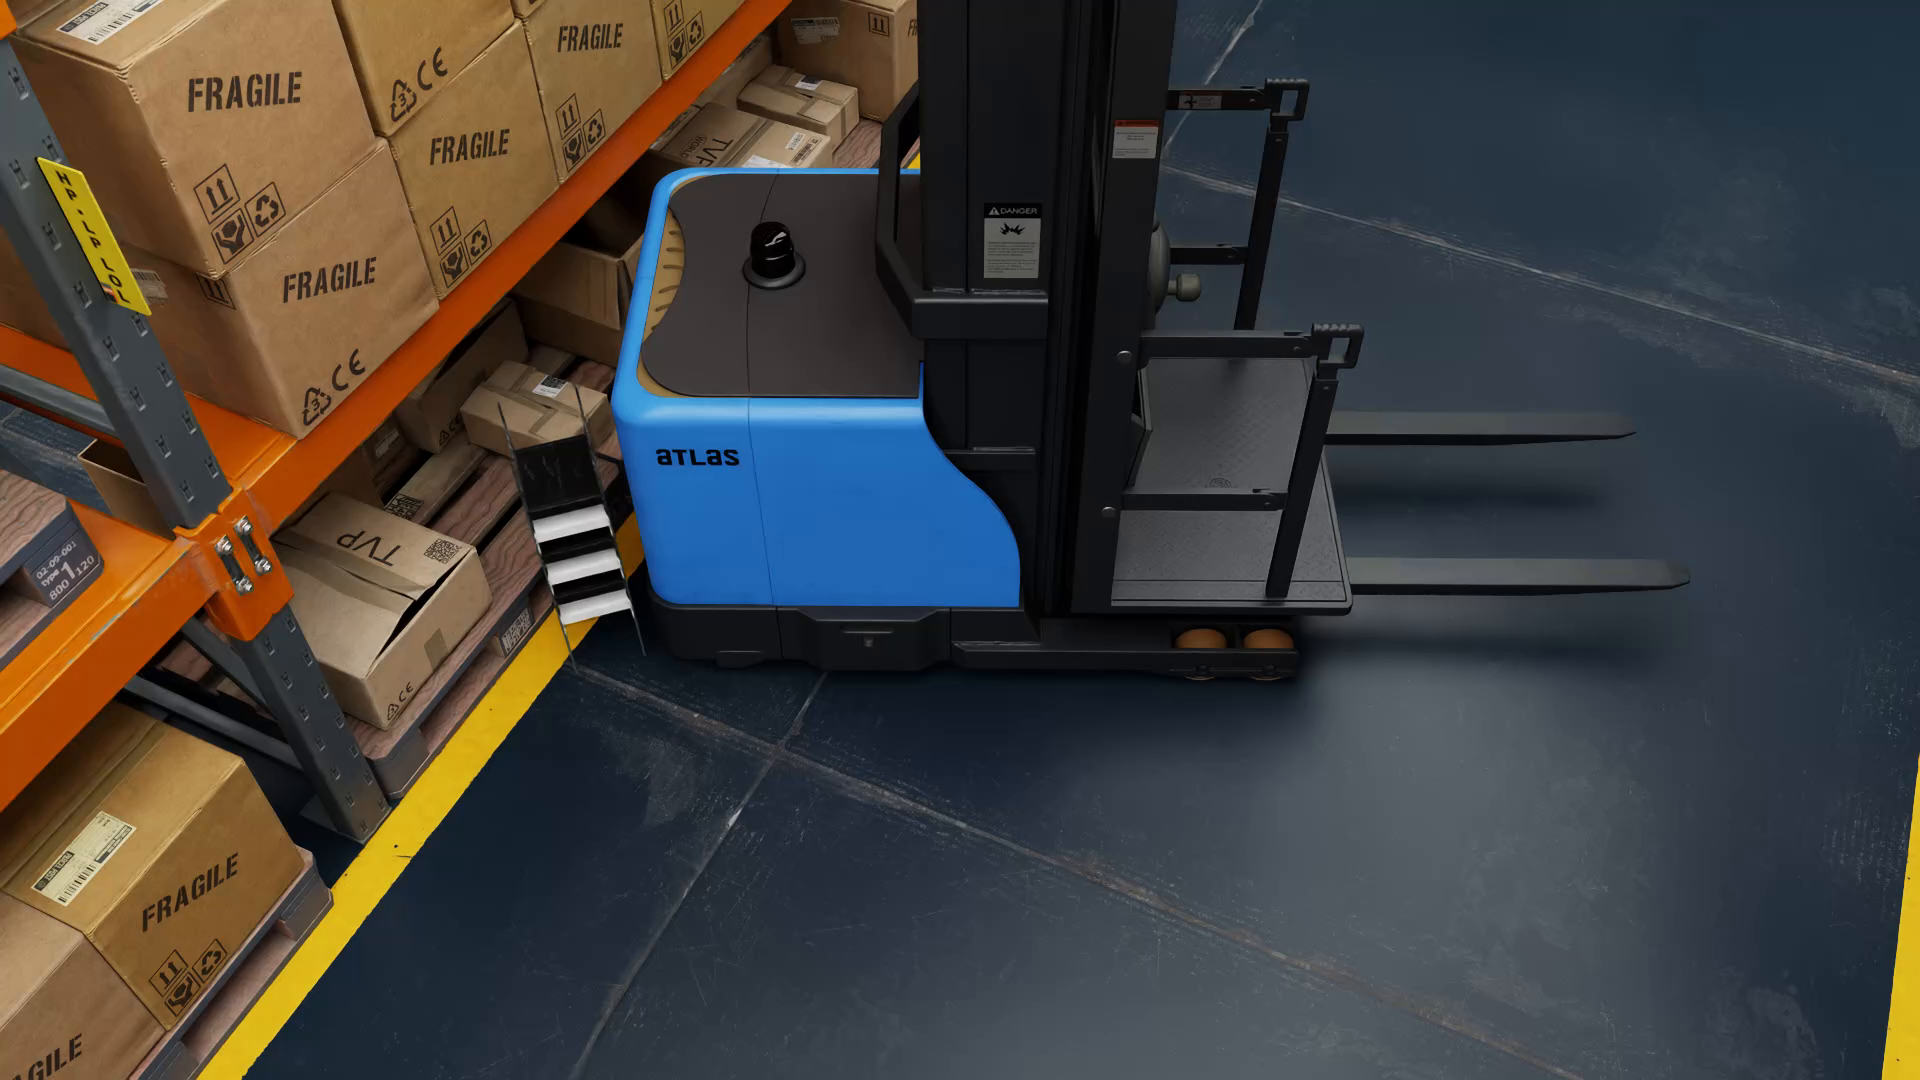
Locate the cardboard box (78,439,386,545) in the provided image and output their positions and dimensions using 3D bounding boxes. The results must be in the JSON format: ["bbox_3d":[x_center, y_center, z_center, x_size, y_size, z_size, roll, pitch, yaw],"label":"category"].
[{"bbox_3d":[-2.063,-0.158,4.767,0.500,0.500,0.500,20,52,16],"label":"cardboard box"}]

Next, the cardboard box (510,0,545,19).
[{"bbox_3d":[-1.154,-1.640,3.953,0.500,0.500,0.500,18,52,15],"label":"cardboard box"}]

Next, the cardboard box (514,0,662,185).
[{"bbox_3d":[-1.154,-1.333,4.349,0.500,0.500,0.500,20,52,16],"label":"cardboard box"}]

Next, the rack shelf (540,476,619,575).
[{"bbox_3d":[-1.076,-0.043,4.619,0.200,0.077,0.258,-14,51,-11],"label":"rack shelf"}]

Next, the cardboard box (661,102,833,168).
[{"bbox_3d":[-0.784,-1.248,5.859,0.500,0.250,0.500,20,52,16],"label":"cardboard box"}]

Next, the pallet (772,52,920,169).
[{"bbox_3d":[-0.713,-1.590,6.465,1.003,0.211,1.213,20,52,16],"label":"pallet"}]

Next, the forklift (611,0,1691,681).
[{"bbox_3d":[0.623,-0.946,4.131,3.031,2.935,1.130,0,50,0],"label":"forklift"}]

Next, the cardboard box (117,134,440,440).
[{"bbox_3d":[-1.586,-0.636,3.756,0.500,0.500,0.500,21,53,17],"label":"cardboard box"}]

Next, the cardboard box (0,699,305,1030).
[{"bbox_3d":[-2.002,0.760,3.987,0.500,0.500,0.500,20,52,16],"label":"cardboard box"}]

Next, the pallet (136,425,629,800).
[{"bbox_3d":[-1.756,0.090,5.035,1.003,0.211,1.213,20,52,16],"label":"pallet"}]

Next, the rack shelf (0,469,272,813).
[{"bbox_3d":[-2.904,1.269,2.673,1.077,0.370,4.000,20,52,16],"label":"rack shelf"}]

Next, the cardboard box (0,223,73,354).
[{"bbox_3d":[-2.068,-0.801,3.896,0.500,0.500,0.500,21,53,17],"label":"cardboard box"}]

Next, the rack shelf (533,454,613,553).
[{"bbox_3d":[-1.077,-0.101,4.551,0.200,0.077,0.258,-14,51,-11],"label":"rack shelf"}]

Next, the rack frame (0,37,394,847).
[{"bbox_3d":[-2.050,-0.341,3.571,1.000,3.000,0.127,20,52,16],"label":"rack frame"}]

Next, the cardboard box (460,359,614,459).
[{"bbox_3d":[-1.315,-0.383,5.178,0.380,0.166,0.250,20,52,16],"label":"cardboard box"}]

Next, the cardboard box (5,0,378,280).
[{"bbox_3d":[-1.594,-0.930,3.350,0.500,0.500,0.500,21,53,17],"label":"cardboard box"}]

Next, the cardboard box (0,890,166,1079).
[{"bbox_3d":[-2.221,1.097,3.699,0.500,0.500,0.500,20,52,16],"label":"cardboard box"}]

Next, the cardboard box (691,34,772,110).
[{"bbox_3d":[-1.044,-1.720,6.261,0.500,0.250,0.500,20,52,16],"label":"cardboard box"}]

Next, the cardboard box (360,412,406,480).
[{"bbox_3d":[-1.957,-0.322,5.138,0.380,0.149,0.250,20,52,16],"label":"cardboard box"}]

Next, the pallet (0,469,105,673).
[{"bbox_3d":[-2.490,0.236,3.206,1.003,0.211,1.213,20,52,16],"label":"pallet"}]

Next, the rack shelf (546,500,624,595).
[{"bbox_3d":[-1.075,0.016,4.687,0.200,0.077,0.258,-14,51,-11],"label":"rack shelf"}]

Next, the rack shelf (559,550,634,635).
[{"bbox_3d":[-1.073,0.133,4.824,0.200,0.077,0.258,-14,51,-11],"label":"rack shelf"}]

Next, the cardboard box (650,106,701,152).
[{"bbox_3d":[-1.257,-1.376,5.968,0.500,0.250,0.500,20,52,16],"label":"cardboard box"}]

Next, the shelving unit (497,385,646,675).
[{"bbox_3d":[-1.076,-0.006,4.662,0.210,0.900,0.258,-14,51,-11],"label":"shelving unit"}]

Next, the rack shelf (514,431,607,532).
[{"bbox_3d":[-1.078,-0.160,4.482,0.200,0.077,0.258,-14,51,-11],"label":"rack shelf"}]

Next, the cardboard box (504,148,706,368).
[{"bbox_3d":[-1.252,-0.970,5.456,0.797,0.503,0.637,20,52,16],"label":"cardboard box"}]

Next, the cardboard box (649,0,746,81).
[{"bbox_3d":[-0.938,-1.684,4.647,0.500,0.500,0.500,19,52,16],"label":"cardboard box"}]

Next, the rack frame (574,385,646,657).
[{"bbox_3d":[-0.979,-0.031,4.682,0.006,0.900,0.240,-14,51,-11],"label":"rack frame"}]

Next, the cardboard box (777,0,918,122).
[{"bbox_3d":[-0.351,-1.973,6.312,0.500,0.500,0.500,20,52,16],"label":"cardboard box"}]

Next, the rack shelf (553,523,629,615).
[{"bbox_3d":[-1.074,0.074,4.756,0.200,0.077,0.258,-14,51,-11],"label":"rack shelf"}]

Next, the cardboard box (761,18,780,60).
[{"bbox_3d":[-0.938,-1.971,6.529,0.380,0.166,0.250,20,52,16],"label":"cardboard box"}]

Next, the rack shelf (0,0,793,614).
[{"bbox_3d":[-1.196,-1.485,5.016,1.077,0.370,4.000,20,52,16],"label":"rack shelf"}]

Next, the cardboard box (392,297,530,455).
[{"bbox_3d":[-1.743,-0.613,5.279,0.500,0.311,0.500,20,52,16],"label":"cardboard box"}]

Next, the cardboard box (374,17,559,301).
[{"bbox_3d":[-1.370,-0.989,4.057,0.500,0.500,0.500,21,53,17],"label":"cardboard box"}]

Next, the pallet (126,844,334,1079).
[{"bbox_3d":[-2.363,1.135,4.146,1.003,0.211,1.213,20,52,16],"label":"pallet"}]

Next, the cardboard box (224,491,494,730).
[{"bbox_3d":[-1.675,0.169,4.613,0.500,0.311,0.500,20,52,16],"label":"cardboard box"}]

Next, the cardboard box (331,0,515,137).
[{"bbox_3d":[-1.374,-1.286,3.652,0.500,0.500,0.500,18,52,15],"label":"cardboard box"}]

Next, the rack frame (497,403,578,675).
[{"bbox_3d":[-1.172,0.019,4.642,0.006,0.900,0.240,-14,51,-11],"label":"rack frame"}]

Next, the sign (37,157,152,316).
[{"bbox_3d":[-1.547,-0.538,2.978,0.100,0.325,0.005,20,52,16],"label":"sign"}]

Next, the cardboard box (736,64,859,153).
[{"bbox_3d":[-0.605,-1.616,6.227,0.380,0.166,0.250,20,52,16],"label":"cardboard box"}]

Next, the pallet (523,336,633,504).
[{"bbox_3d":[-1.236,-0.753,5.752,1.003,0.211,1.213,20,52,16],"label":"pallet"}]
